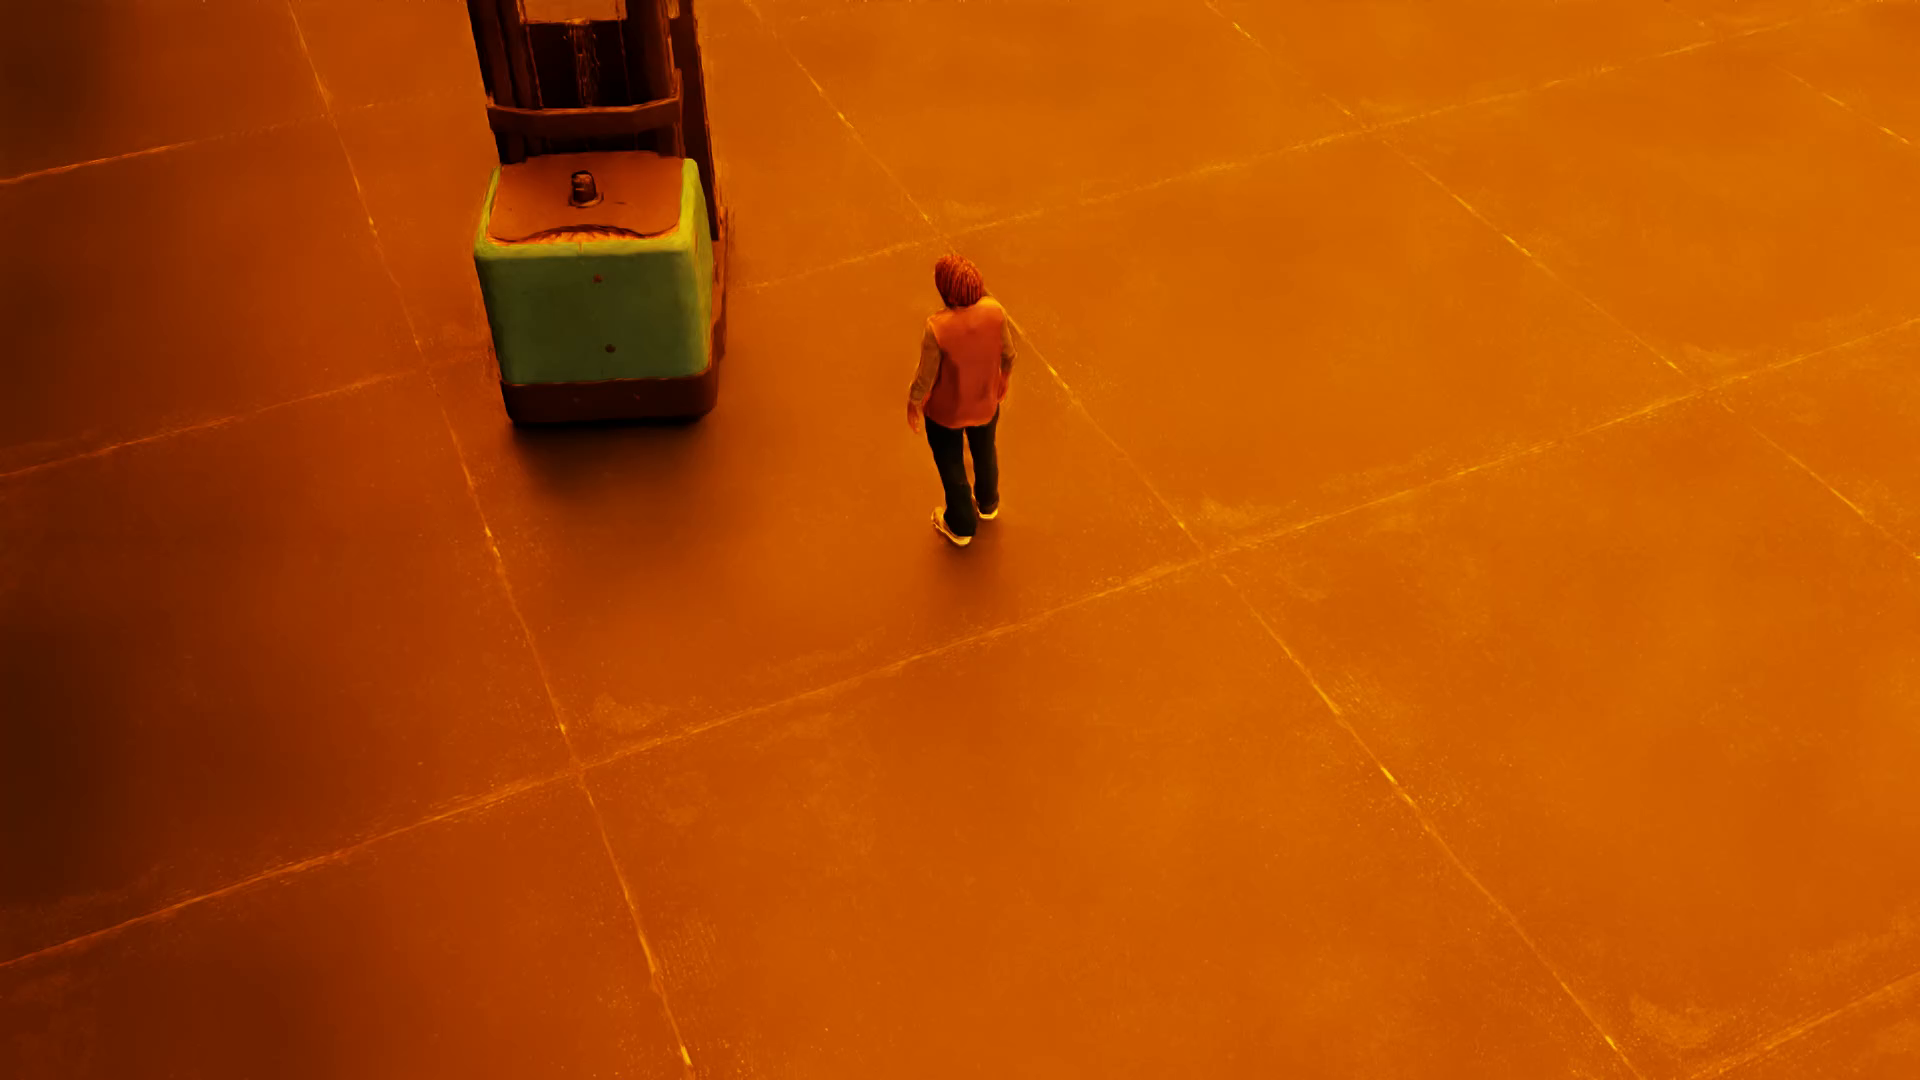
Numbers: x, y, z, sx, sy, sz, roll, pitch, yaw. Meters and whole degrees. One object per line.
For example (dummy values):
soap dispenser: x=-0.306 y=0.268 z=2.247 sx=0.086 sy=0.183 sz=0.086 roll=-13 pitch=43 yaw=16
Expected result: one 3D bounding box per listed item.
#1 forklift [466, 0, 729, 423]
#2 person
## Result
forklift: x=-1.888 y=-2.658 z=8.528 sx=1.130 sy=2.935 sz=3.031 roll=-3 pitch=43 yaw=-4
person: x=-0.019 y=-0.639 z=7.332 sx=0.520 sy=1.597 sz=0.474 roll=-18 pitch=46 yaw=-18
